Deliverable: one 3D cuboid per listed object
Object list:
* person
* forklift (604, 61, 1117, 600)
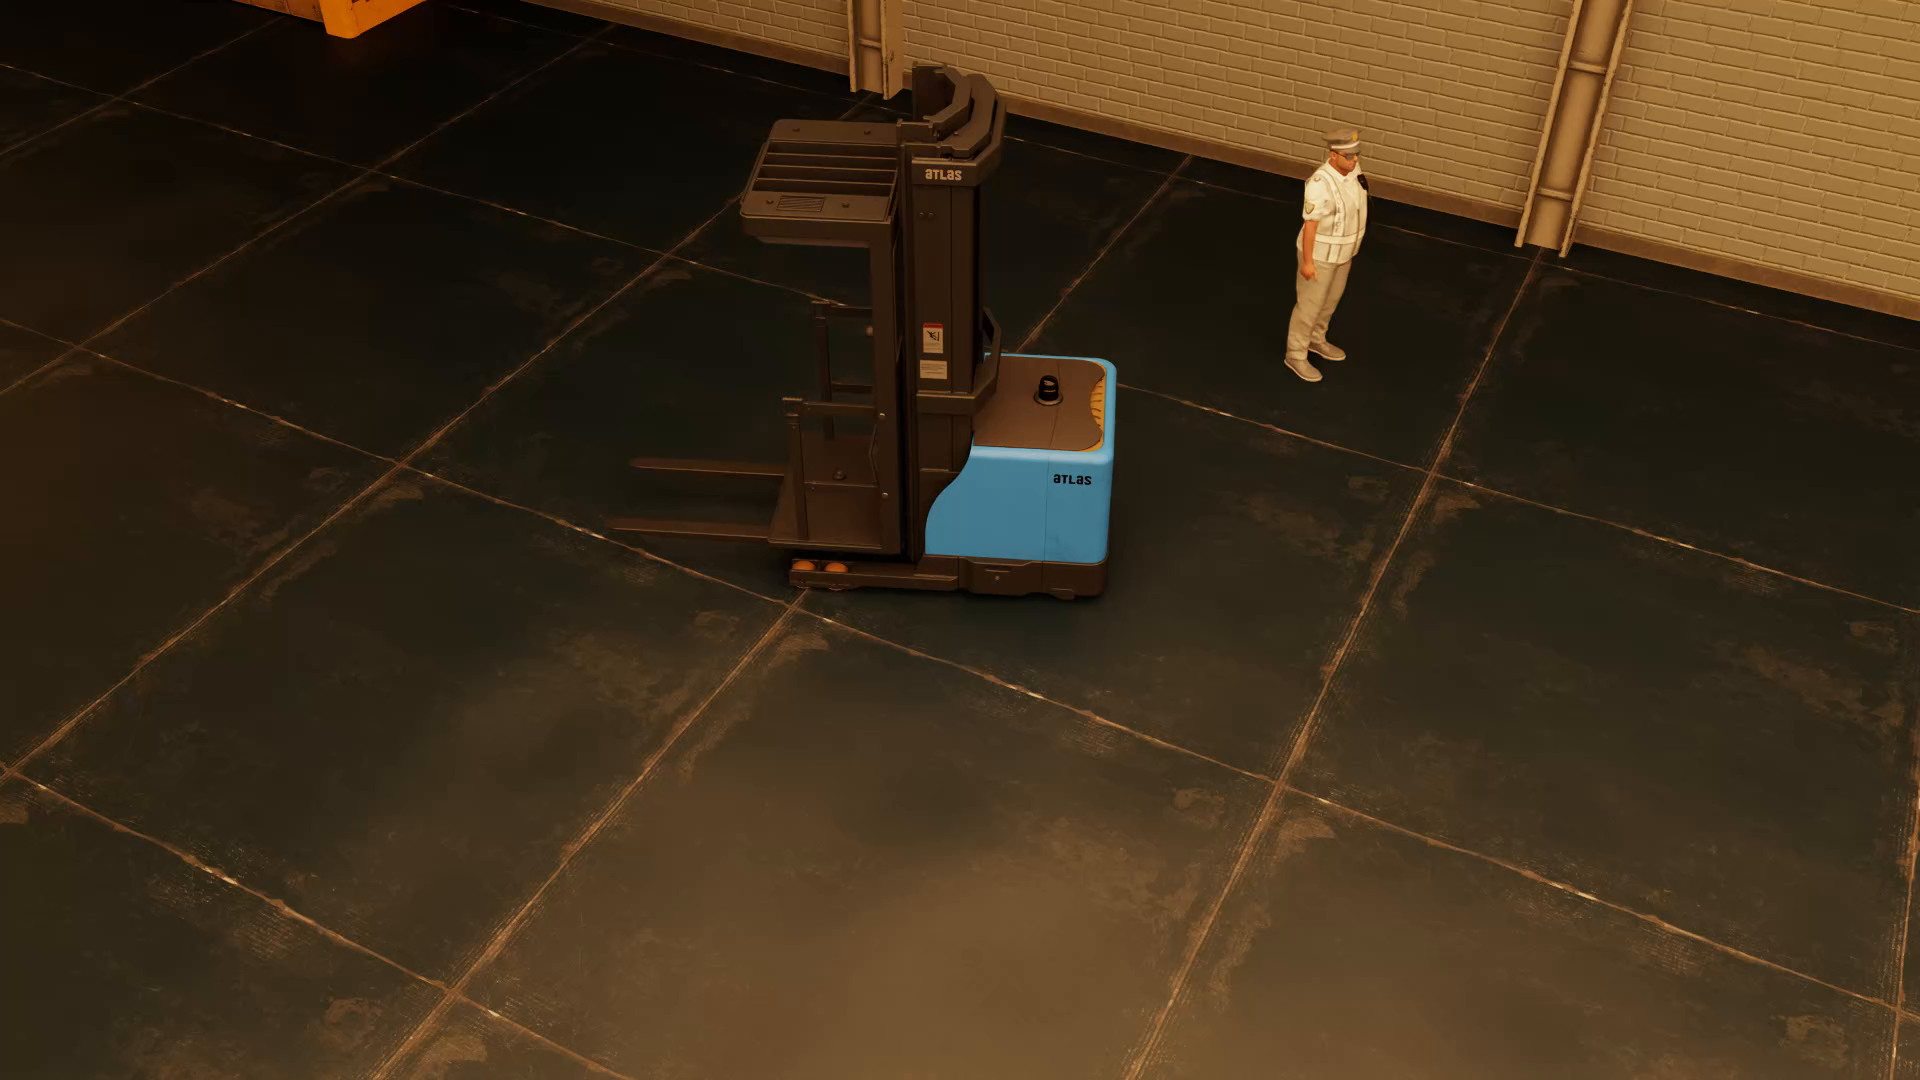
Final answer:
[{"bbox_3d":[2.491,-1.956,11.211,0.401,1.775,0.522,30,48,31],"label":"person"},{"bbox_3d":[-0.606,-1.157,9.360,3.031,2.935,1.130,3,40,4],"label":"forklift"}]
